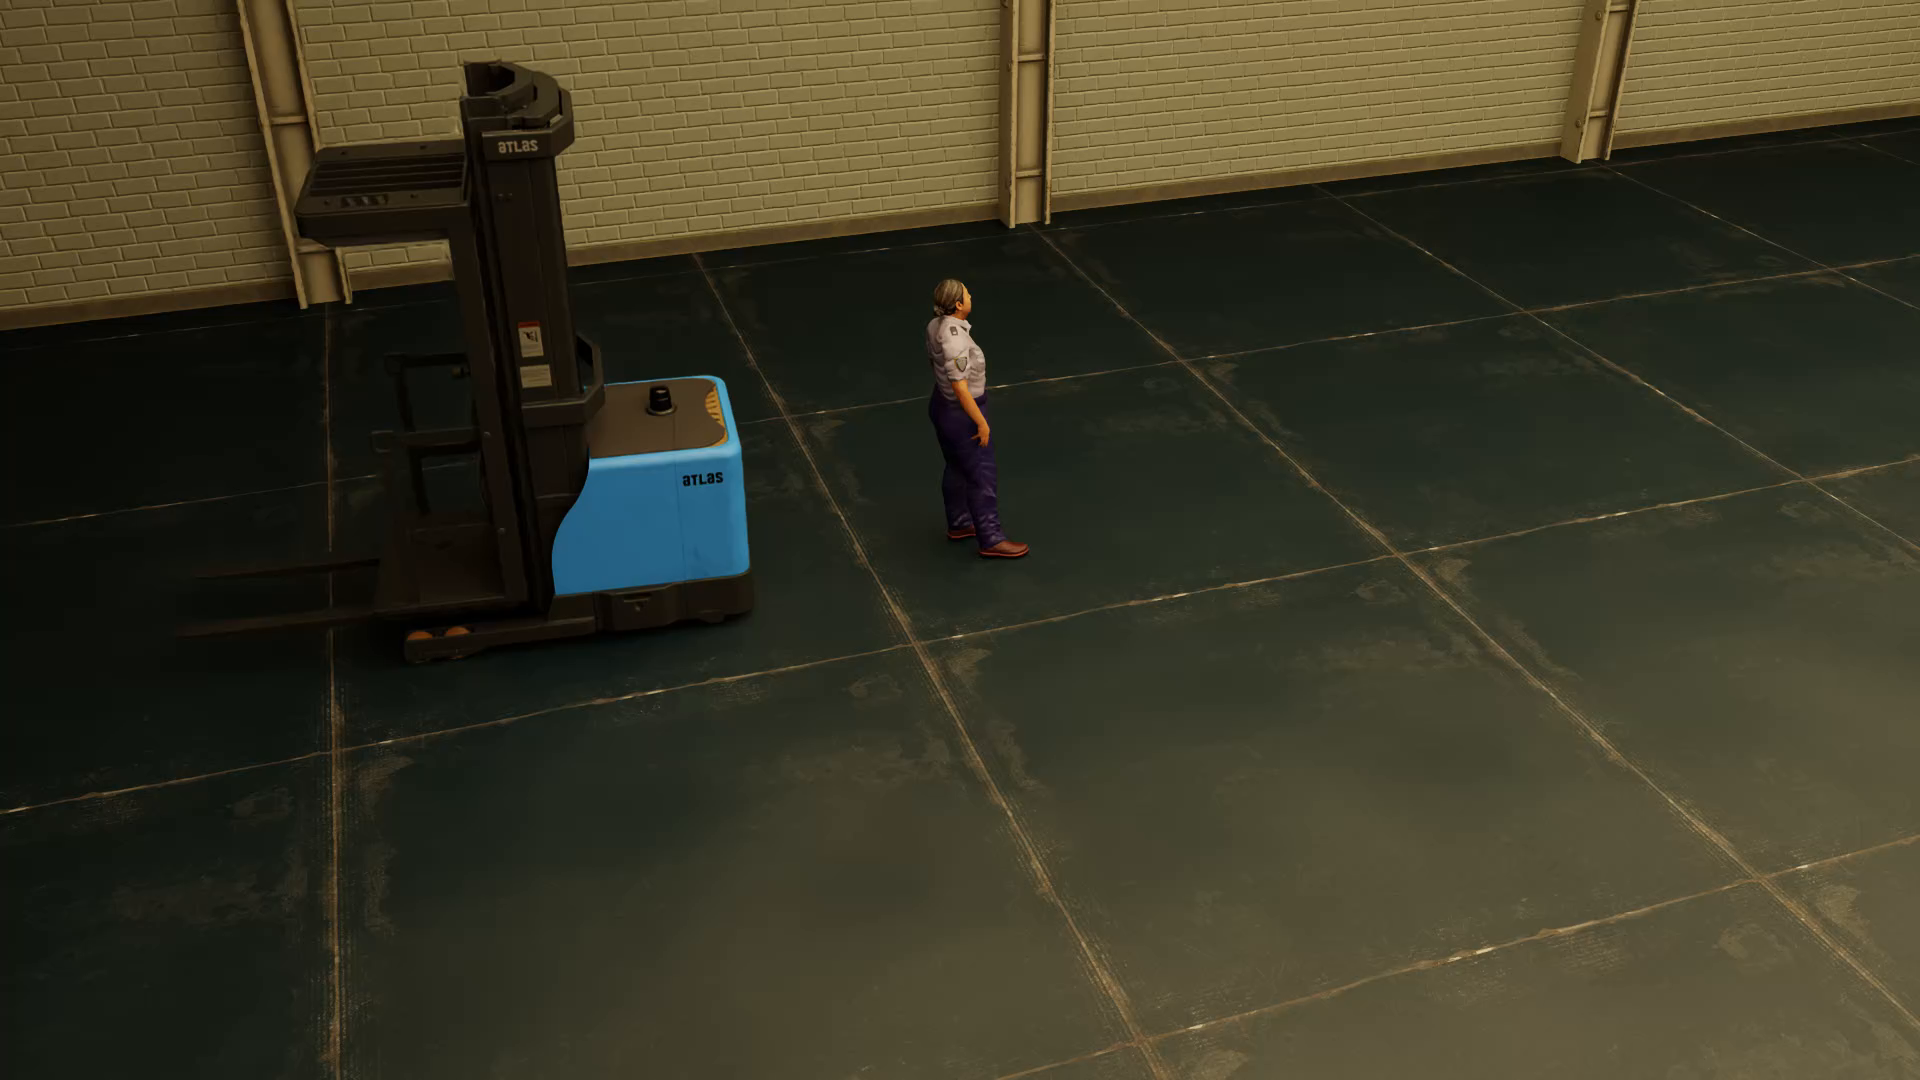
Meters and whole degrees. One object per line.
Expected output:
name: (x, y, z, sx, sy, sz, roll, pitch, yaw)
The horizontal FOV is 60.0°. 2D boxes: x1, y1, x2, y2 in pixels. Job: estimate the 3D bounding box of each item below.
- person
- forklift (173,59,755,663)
person: (0.093, -0.724, 9.618, 0.502, 1.651, 0.598, -10, 31, -16)
forklift: (-2.715, -0.902, 8.655, 3.031, 2.935, 1.130, -6, 31, -11)
